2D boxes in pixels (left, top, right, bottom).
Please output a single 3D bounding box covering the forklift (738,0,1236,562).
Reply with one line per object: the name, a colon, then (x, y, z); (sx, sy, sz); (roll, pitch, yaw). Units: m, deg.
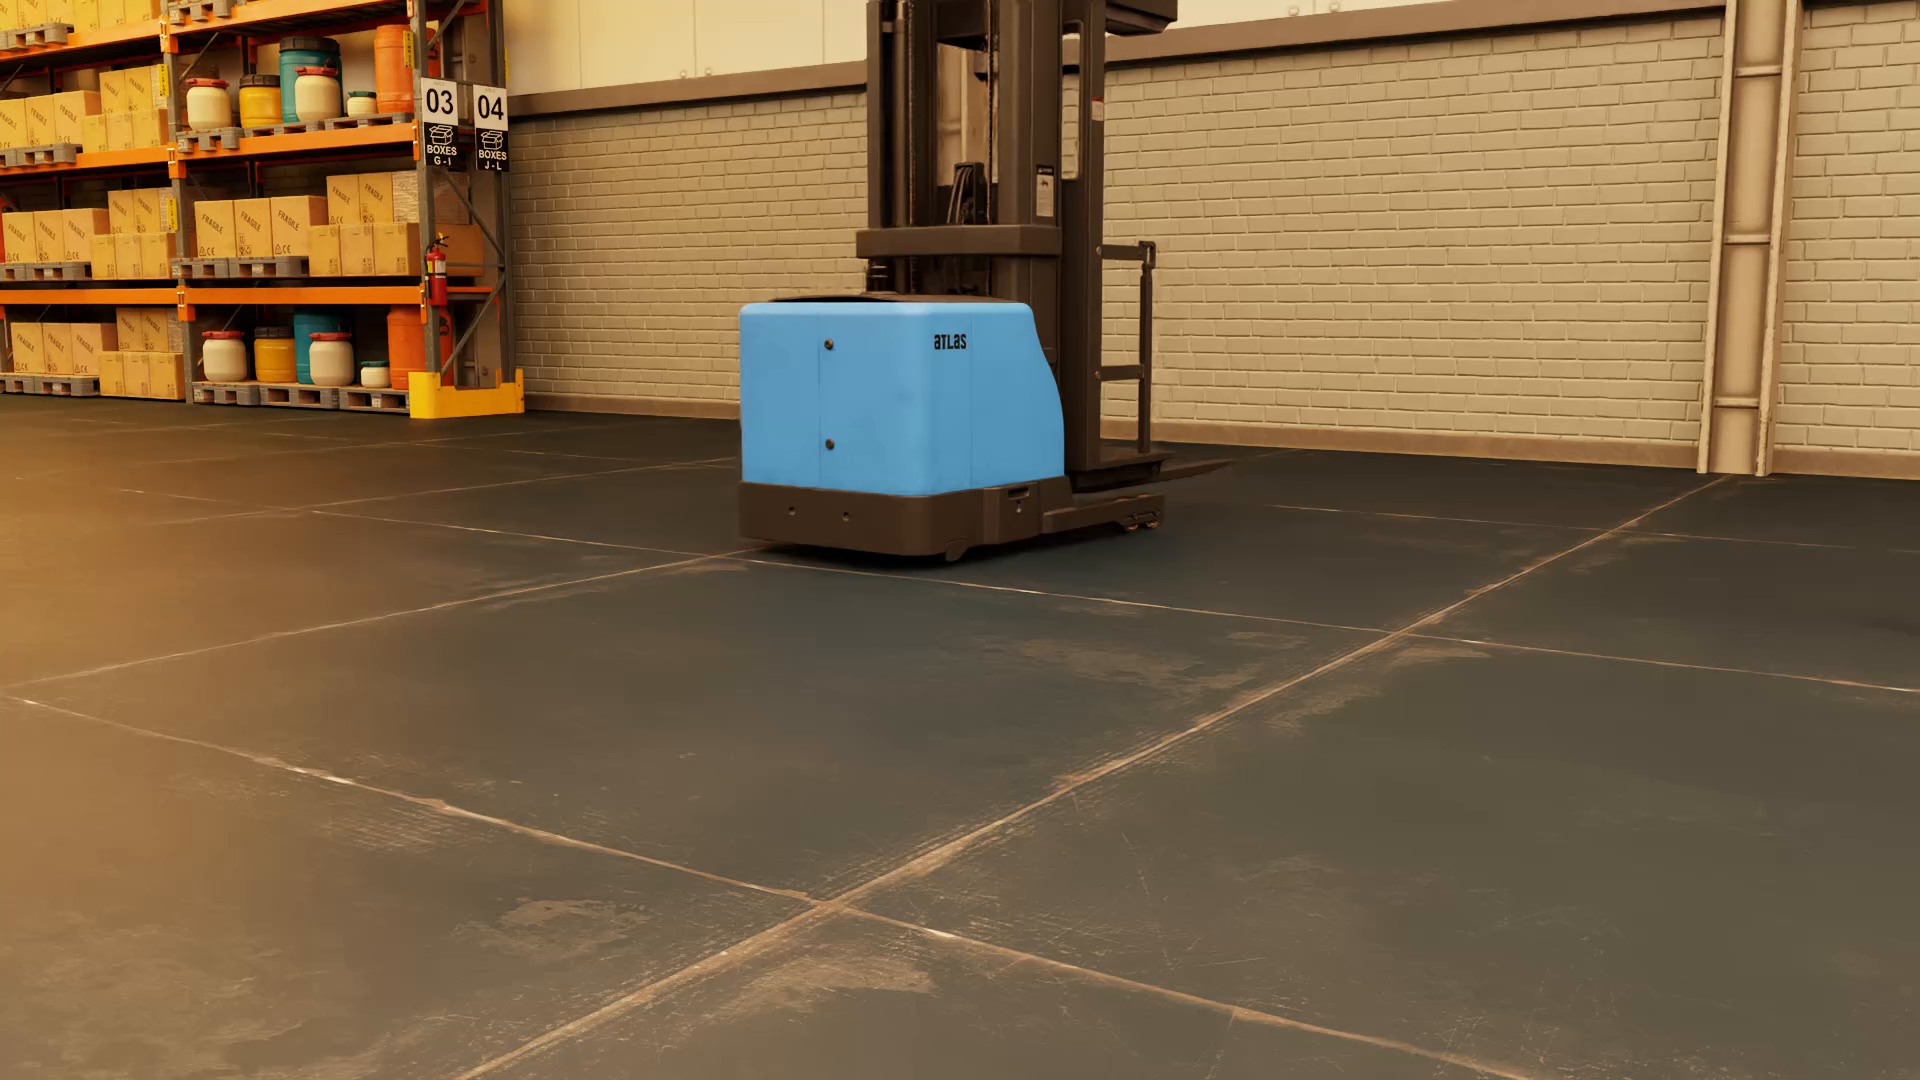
forklift: (0.329, -1.523, 7.906); (1.130, 2.935, 3.031); (6, 10, 37)
